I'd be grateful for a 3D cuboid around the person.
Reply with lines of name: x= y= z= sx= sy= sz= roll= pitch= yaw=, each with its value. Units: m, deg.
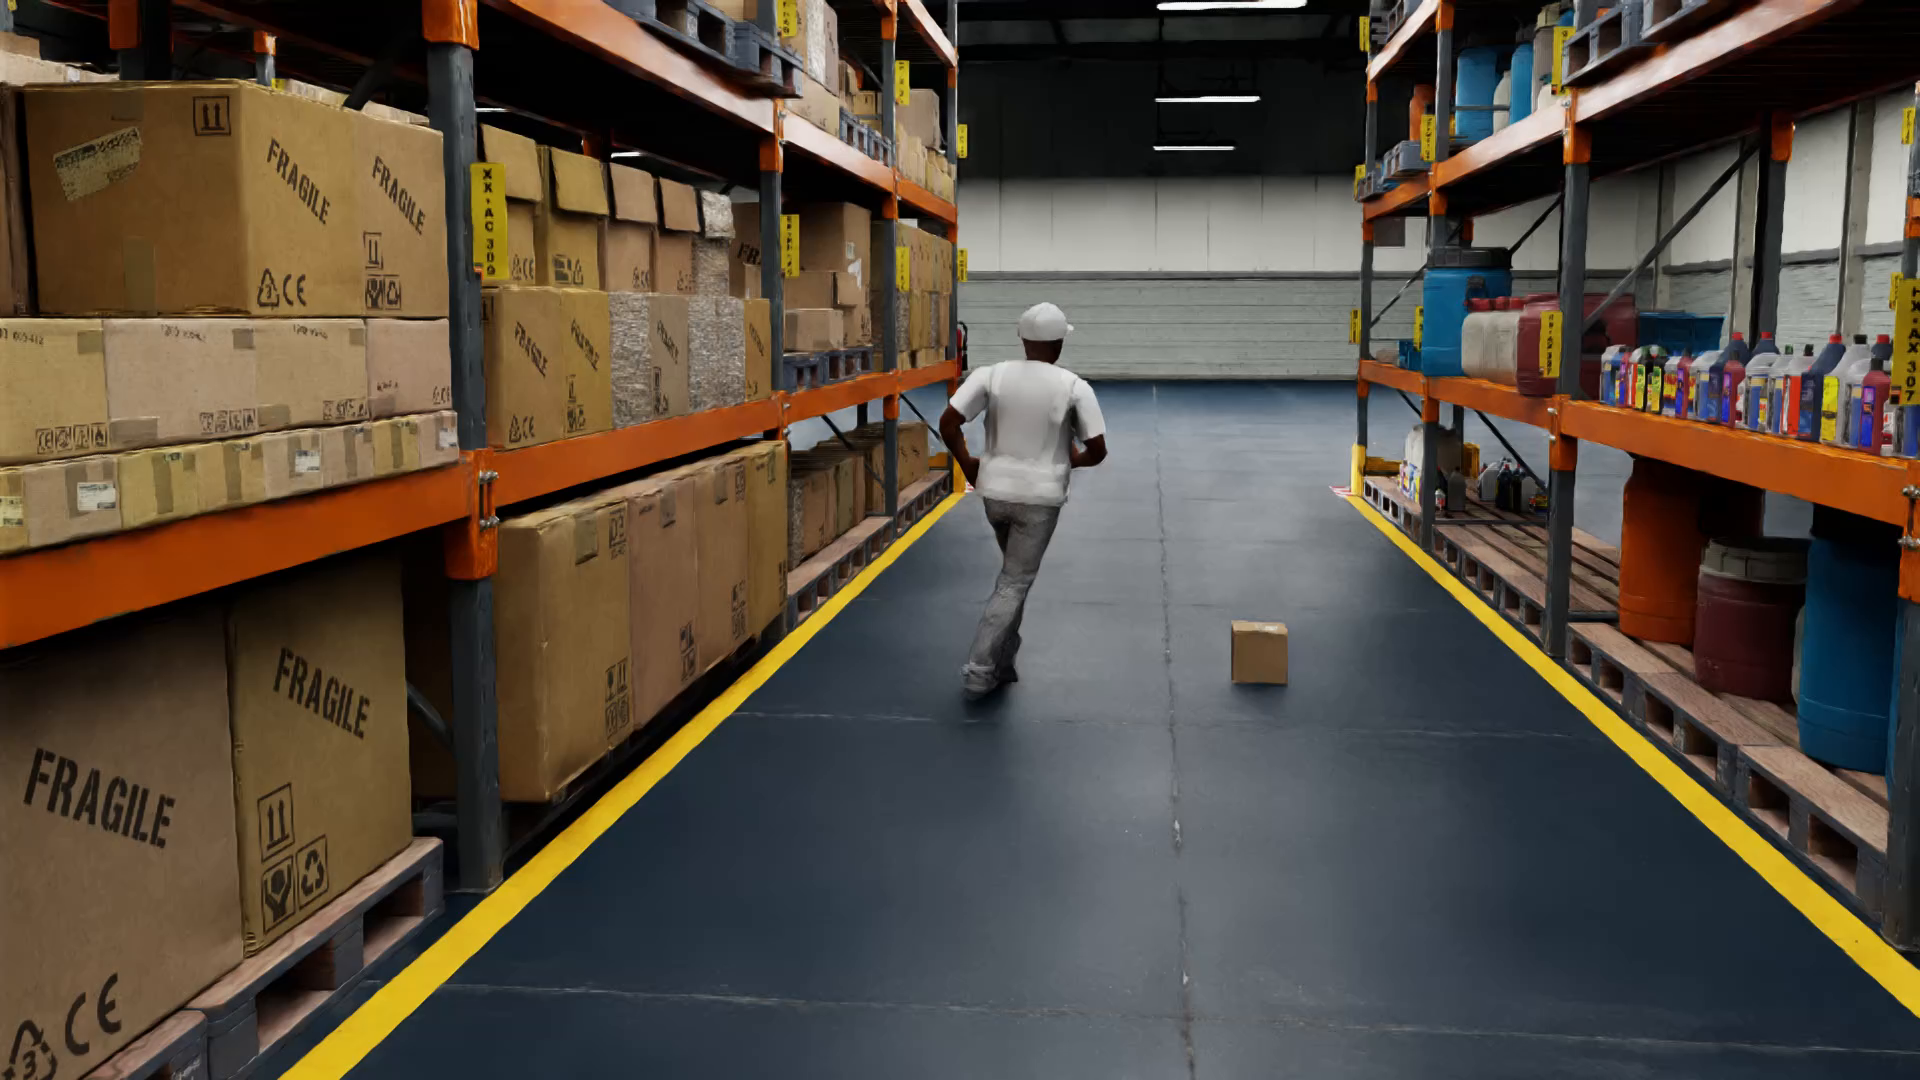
person: x=0.322 y=-0.159 z=7.407 sx=0.695 sy=1.780 sz=0.646 roll=4 pitch=9 yaw=28
